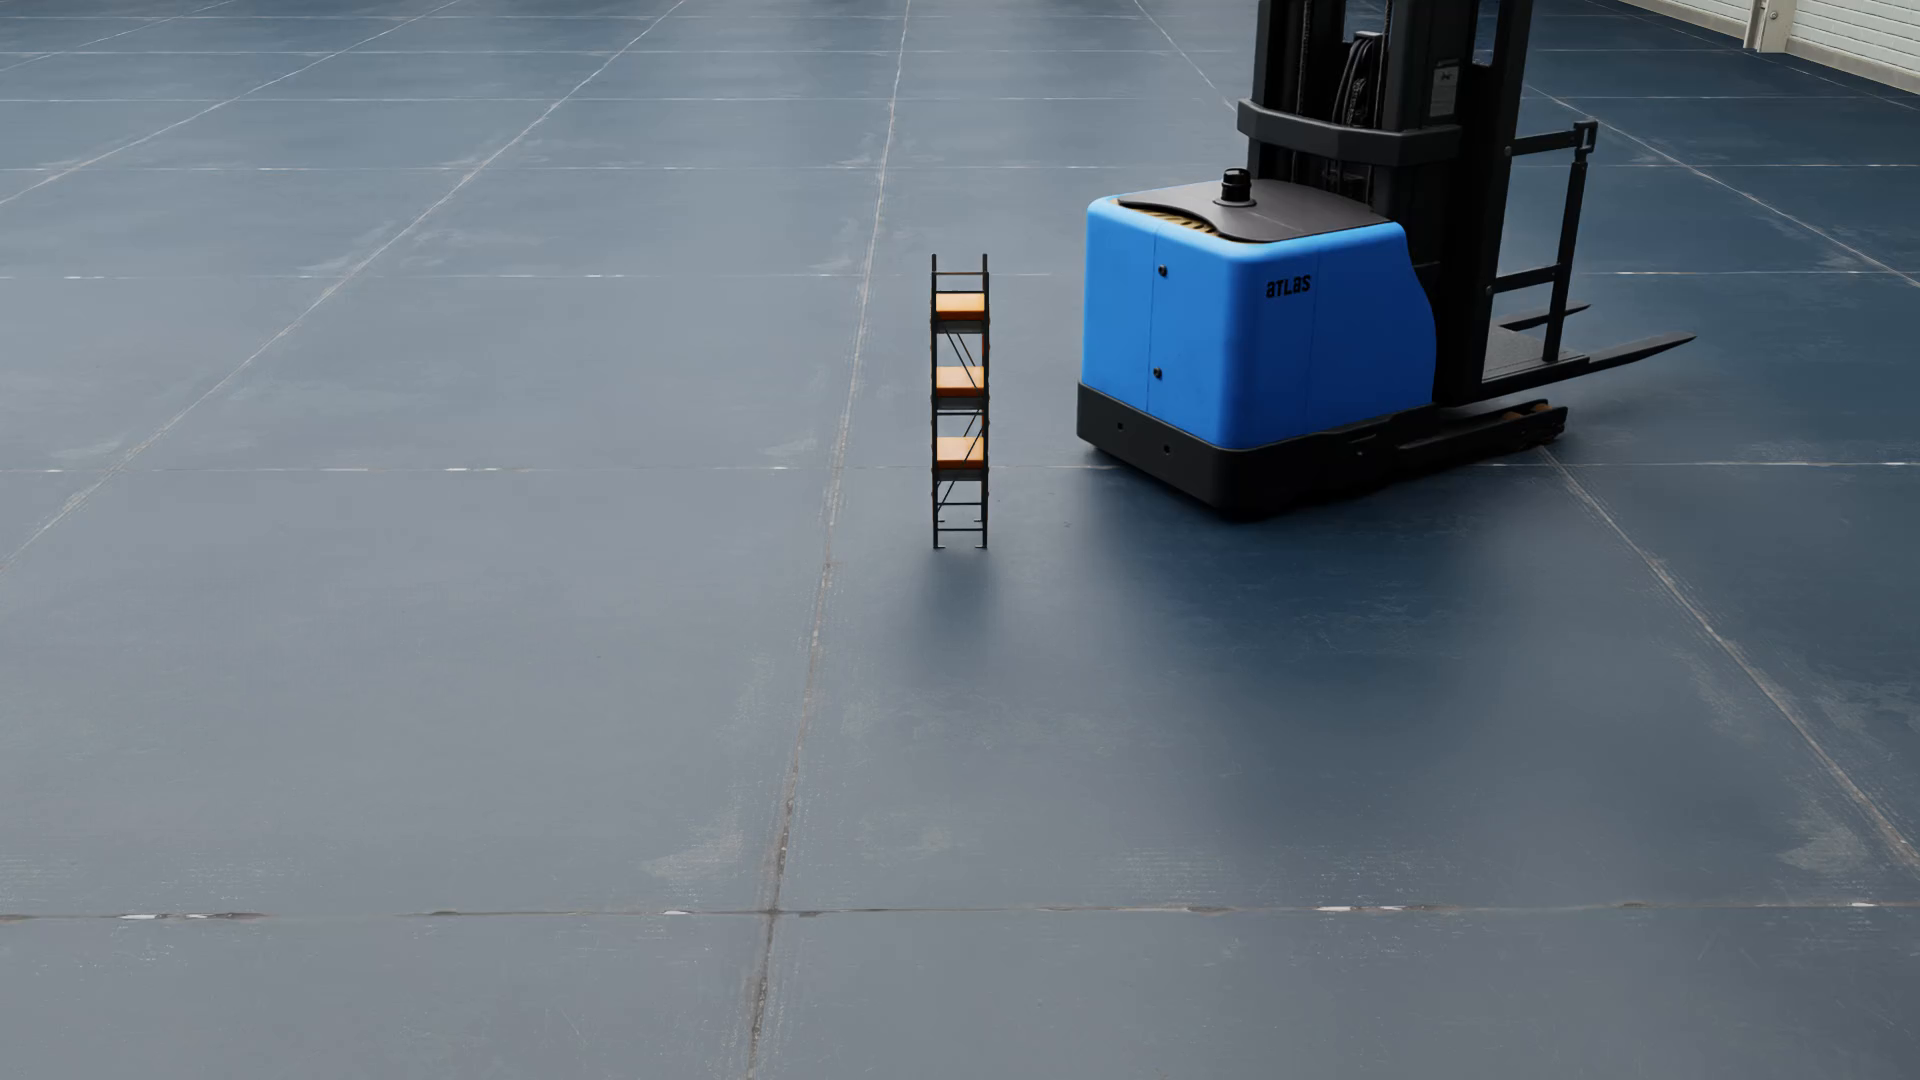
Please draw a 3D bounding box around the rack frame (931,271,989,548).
[{"bbox_3d":[0.001,-0.450,5.971,0.200,1.050,0.008,0,24,-1],"label":"rack frame"}]

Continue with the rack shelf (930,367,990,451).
[{"bbox_3d":[-0.001,-0.491,6.087,0.215,0.259,0.240,0,24,-1],"label":"rack shelf"}]

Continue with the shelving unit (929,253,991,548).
[{"bbox_3d":[-0.001,-0.500,6.082,0.215,1.050,0.252,0,24,-1],"label":"shelving unit"}]

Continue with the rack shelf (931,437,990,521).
[{"bbox_3d":[-0.001,-0.238,6.201,0.215,0.259,0.240,0,24,-1],"label":"rack shelf"}]

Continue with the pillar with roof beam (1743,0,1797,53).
[{"bbox_3d":[4.380,-9.368,16.044,9.100,9.000,0.400,0,24,-1],"label":"pillar with roof beam"}]

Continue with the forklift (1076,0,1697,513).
[{"bbox_3d":[2.016,-1.882,6.855,3.031,2.935,1.130,-14,28,-29],"label":"forklift"}]

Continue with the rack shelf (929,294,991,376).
[{"bbox_3d":[-0.001,-0.749,5.970,0.215,0.259,0.240,0,24,-1],"label":"rack shelf"}]

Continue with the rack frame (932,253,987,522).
[{"bbox_3d":[-0.002,-0.551,6.194,0.200,1.050,0.008,0,24,-1],"label":"rack frame"}]
